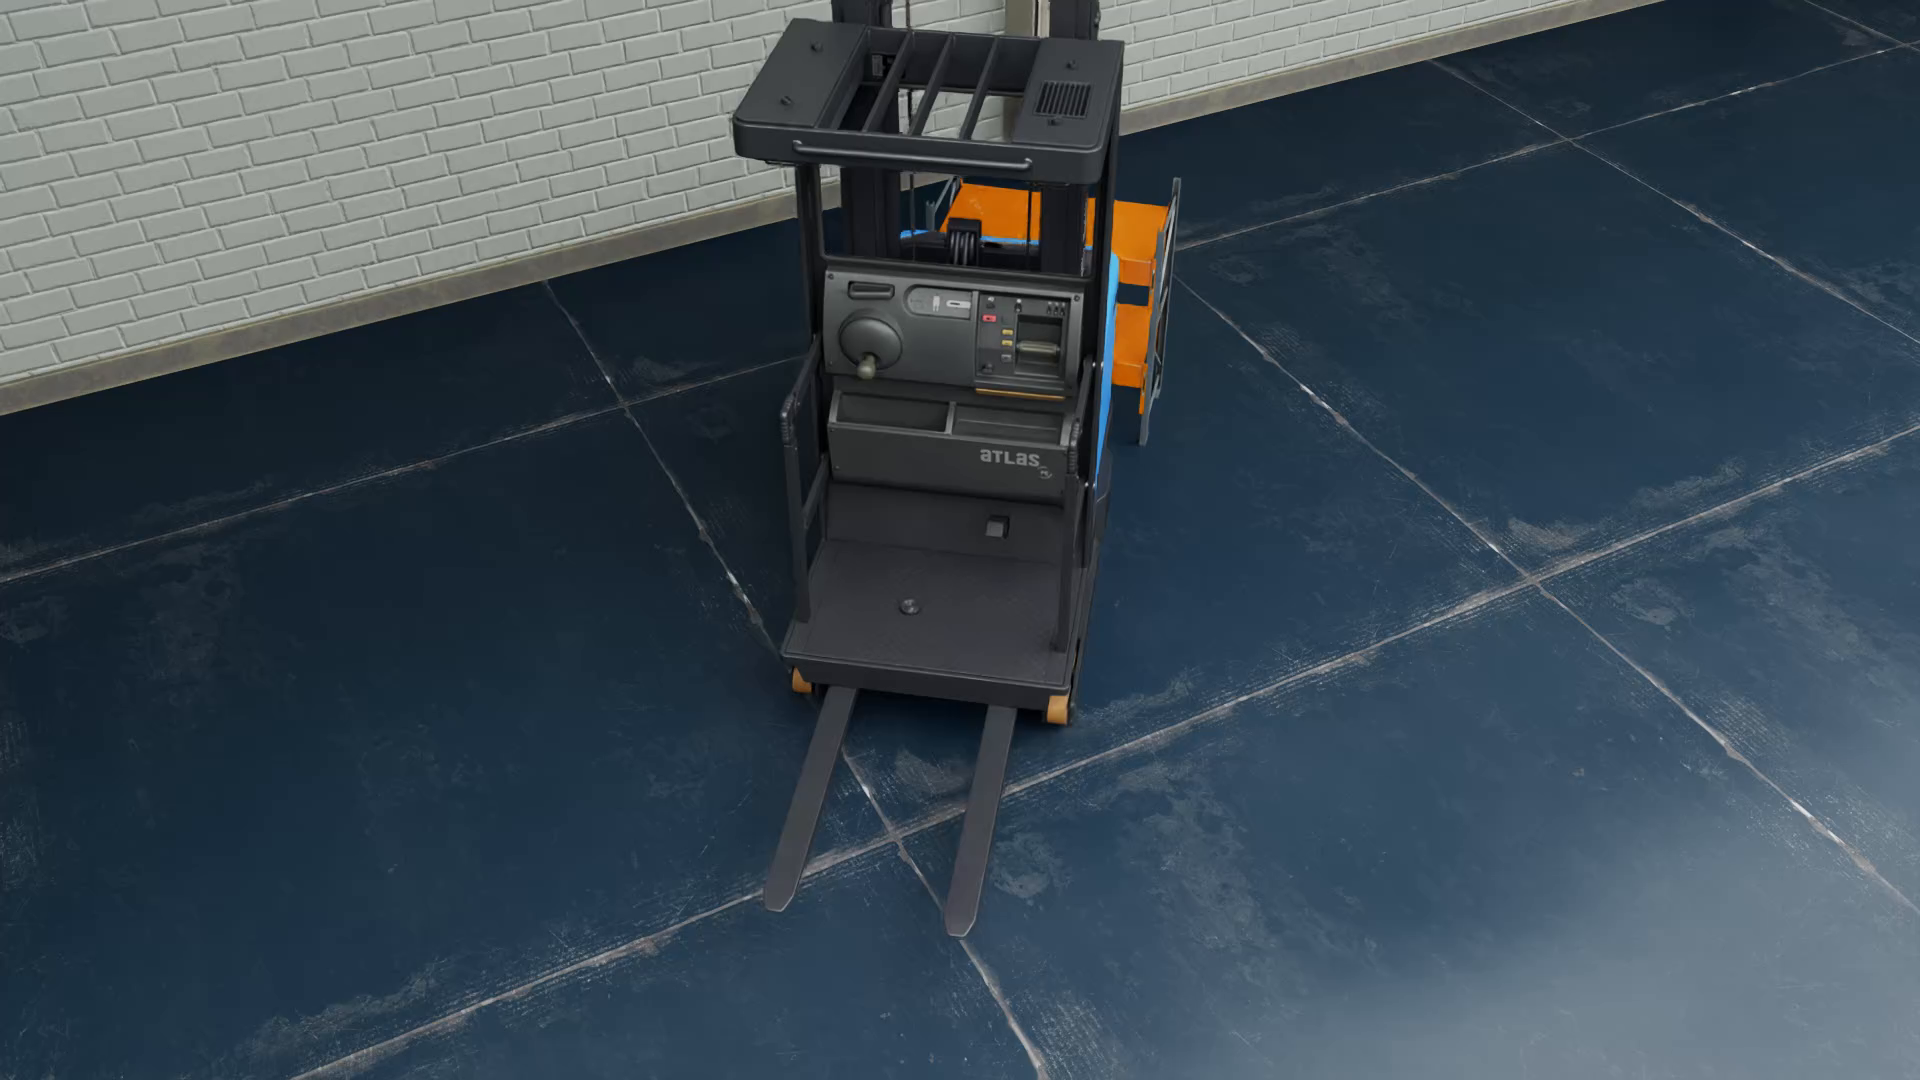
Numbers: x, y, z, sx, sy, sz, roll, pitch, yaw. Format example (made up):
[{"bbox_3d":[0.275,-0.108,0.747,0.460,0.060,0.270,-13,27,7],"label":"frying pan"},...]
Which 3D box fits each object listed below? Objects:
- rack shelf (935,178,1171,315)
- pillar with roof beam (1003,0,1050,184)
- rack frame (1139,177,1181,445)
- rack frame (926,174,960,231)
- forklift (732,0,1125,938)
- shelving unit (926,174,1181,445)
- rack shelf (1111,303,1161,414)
[{"bbox_3d":[0.419,-1.333,7.501,1.000,0.278,0.538,9,41,11],"label":"rack shelf"},{"bbox_3d":[2.487,-3.189,4.052,0.400,9.000,9.100,-19,44,-21],"label":"pillar with roof beam"},{"bbox_3d":[0.912,-1.031,7.596,0.032,1.125,0.500,9,41,11],"label":"rack frame"},{"bbox_3d":[-0.075,-1.188,7.782,0.032,1.125,0.500,9,41,11],"label":"rack frame"},{"bbox_3d":[-0.062,-0.662,5.763,1.130,2.935,3.031,6,41,7],"label":"forklift"},{"bbox_3d":[0.419,-1.109,7.689,1.048,1.125,0.538,9,41,11],"label":"shelving unit"},{"bbox_3d":[0.418,-0.923,7.847,1.000,0.278,0.538,9,41,11],"label":"rack shelf"}]
